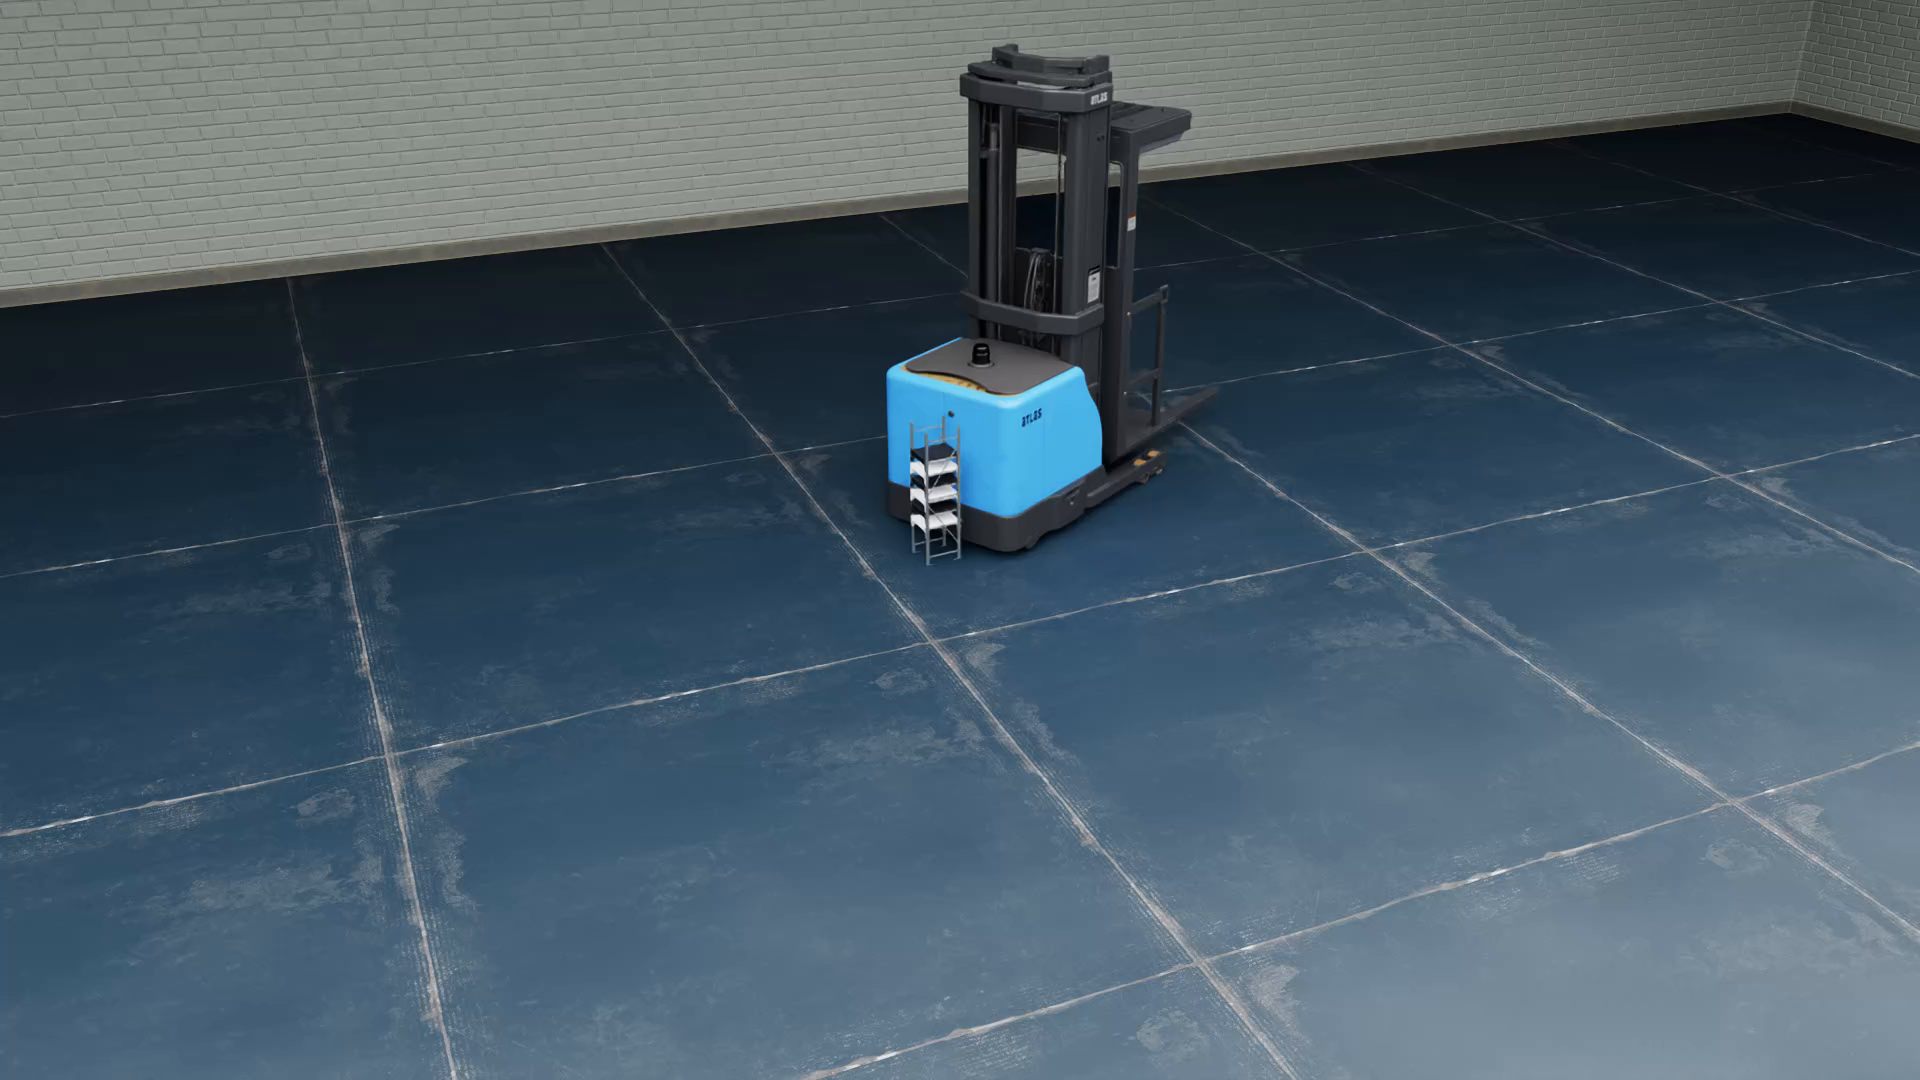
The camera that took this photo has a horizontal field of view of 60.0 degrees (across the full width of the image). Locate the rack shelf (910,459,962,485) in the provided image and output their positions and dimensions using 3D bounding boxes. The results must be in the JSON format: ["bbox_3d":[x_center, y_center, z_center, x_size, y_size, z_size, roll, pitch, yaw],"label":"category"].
[{"bbox_3d":[-0.151,-0.433,10.277,0.258,0.077,0.200,-13,29,-25],"label":"rack shelf"}]

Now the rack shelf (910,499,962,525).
[{"bbox_3d":[-0.151,-0.191,10.396,0.258,0.077,0.200,-13,29,-25],"label":"rack shelf"}]

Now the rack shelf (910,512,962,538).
[{"bbox_3d":[-0.151,-0.110,10.435,0.258,0.077,0.200,-13,29,-25],"label":"rack shelf"}]

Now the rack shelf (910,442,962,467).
[{"bbox_3d":[-0.151,-0.514,10.238,0.258,0.077,0.200,-13,29,-25],"label":"rack shelf"}]

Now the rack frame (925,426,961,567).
[{"bbox_3d":[-0.104,-0.262,10.261,0.240,0.900,0.006,-13,29,-25],"label":"rack frame"}]

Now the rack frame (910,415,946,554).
[{"bbox_3d":[-0.198,-0.341,10.422,0.240,0.900,0.006,-13,29,-25],"label":"rack frame"}]

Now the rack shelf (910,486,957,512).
[{"bbox_3d":[-0.151,-0.271,10.356,0.258,0.077,0.200,-13,29,-25],"label":"rack shelf"}]

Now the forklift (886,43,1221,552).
[{"bbox_3d":[0.804,-1.828,11.153,1.130,2.935,3.031,18,31,33],"label":"forklift"}]

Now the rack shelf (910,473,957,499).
[{"bbox_3d":[-0.151,-0.352,10.317,0.258,0.077,0.200,-13,29,-25],"label":"rack shelf"}]

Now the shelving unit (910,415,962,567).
[{"bbox_3d":[-0.151,-0.301,10.342,0.258,0.900,0.210,-13,29,-25],"label":"shelving unit"}]
